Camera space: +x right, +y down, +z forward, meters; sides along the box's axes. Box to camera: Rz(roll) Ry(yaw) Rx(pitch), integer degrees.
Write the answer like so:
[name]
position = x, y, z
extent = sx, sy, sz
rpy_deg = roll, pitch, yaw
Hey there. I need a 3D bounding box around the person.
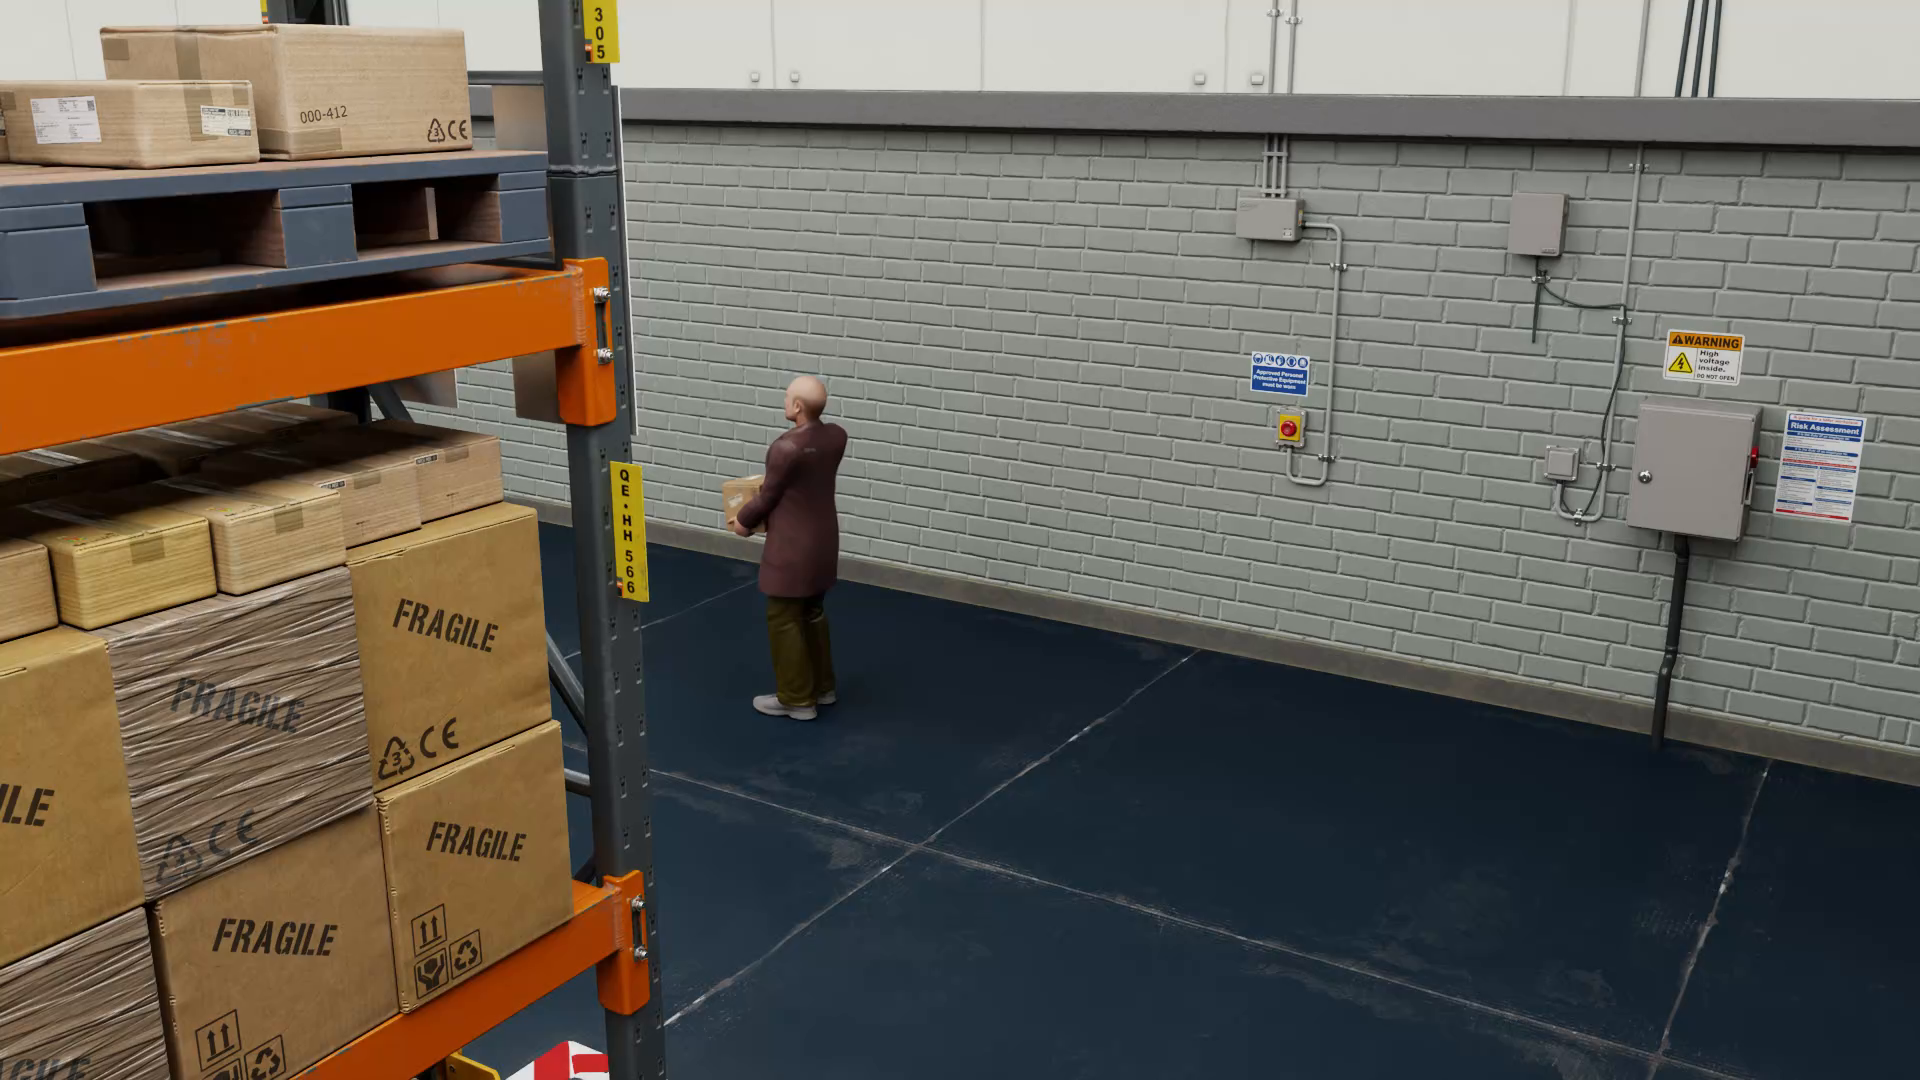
[person]
position = -0.892, 0.017, 8.511
extent = 0.563, 1.769, 0.527
rpy_deg = 10, 19, 31
